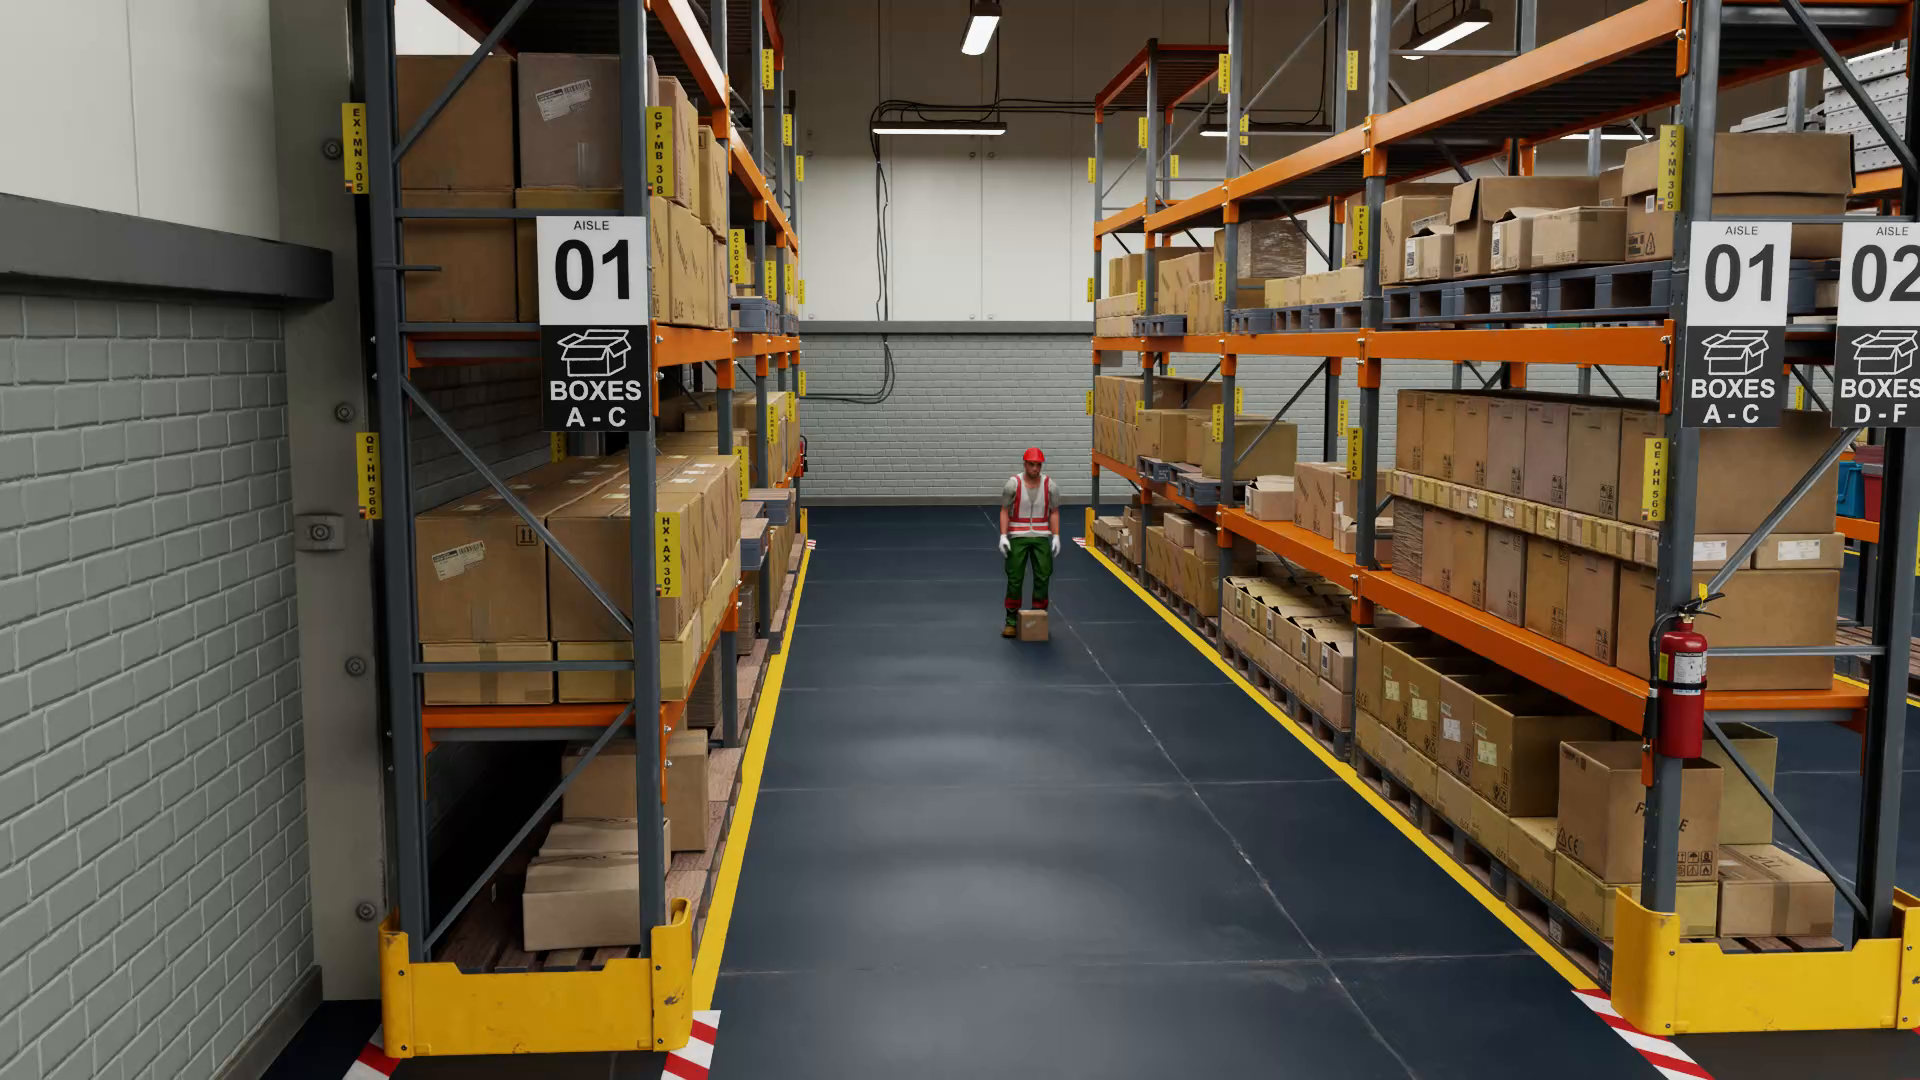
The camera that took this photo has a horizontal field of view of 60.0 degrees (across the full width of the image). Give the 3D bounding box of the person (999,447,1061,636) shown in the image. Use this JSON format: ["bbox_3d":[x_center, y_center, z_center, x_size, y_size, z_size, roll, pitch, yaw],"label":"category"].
[{"bbox_3d":[0.656,0.011,15.585,0.592,1.778,0.447,-1,7,-6],"label":"person"}]
